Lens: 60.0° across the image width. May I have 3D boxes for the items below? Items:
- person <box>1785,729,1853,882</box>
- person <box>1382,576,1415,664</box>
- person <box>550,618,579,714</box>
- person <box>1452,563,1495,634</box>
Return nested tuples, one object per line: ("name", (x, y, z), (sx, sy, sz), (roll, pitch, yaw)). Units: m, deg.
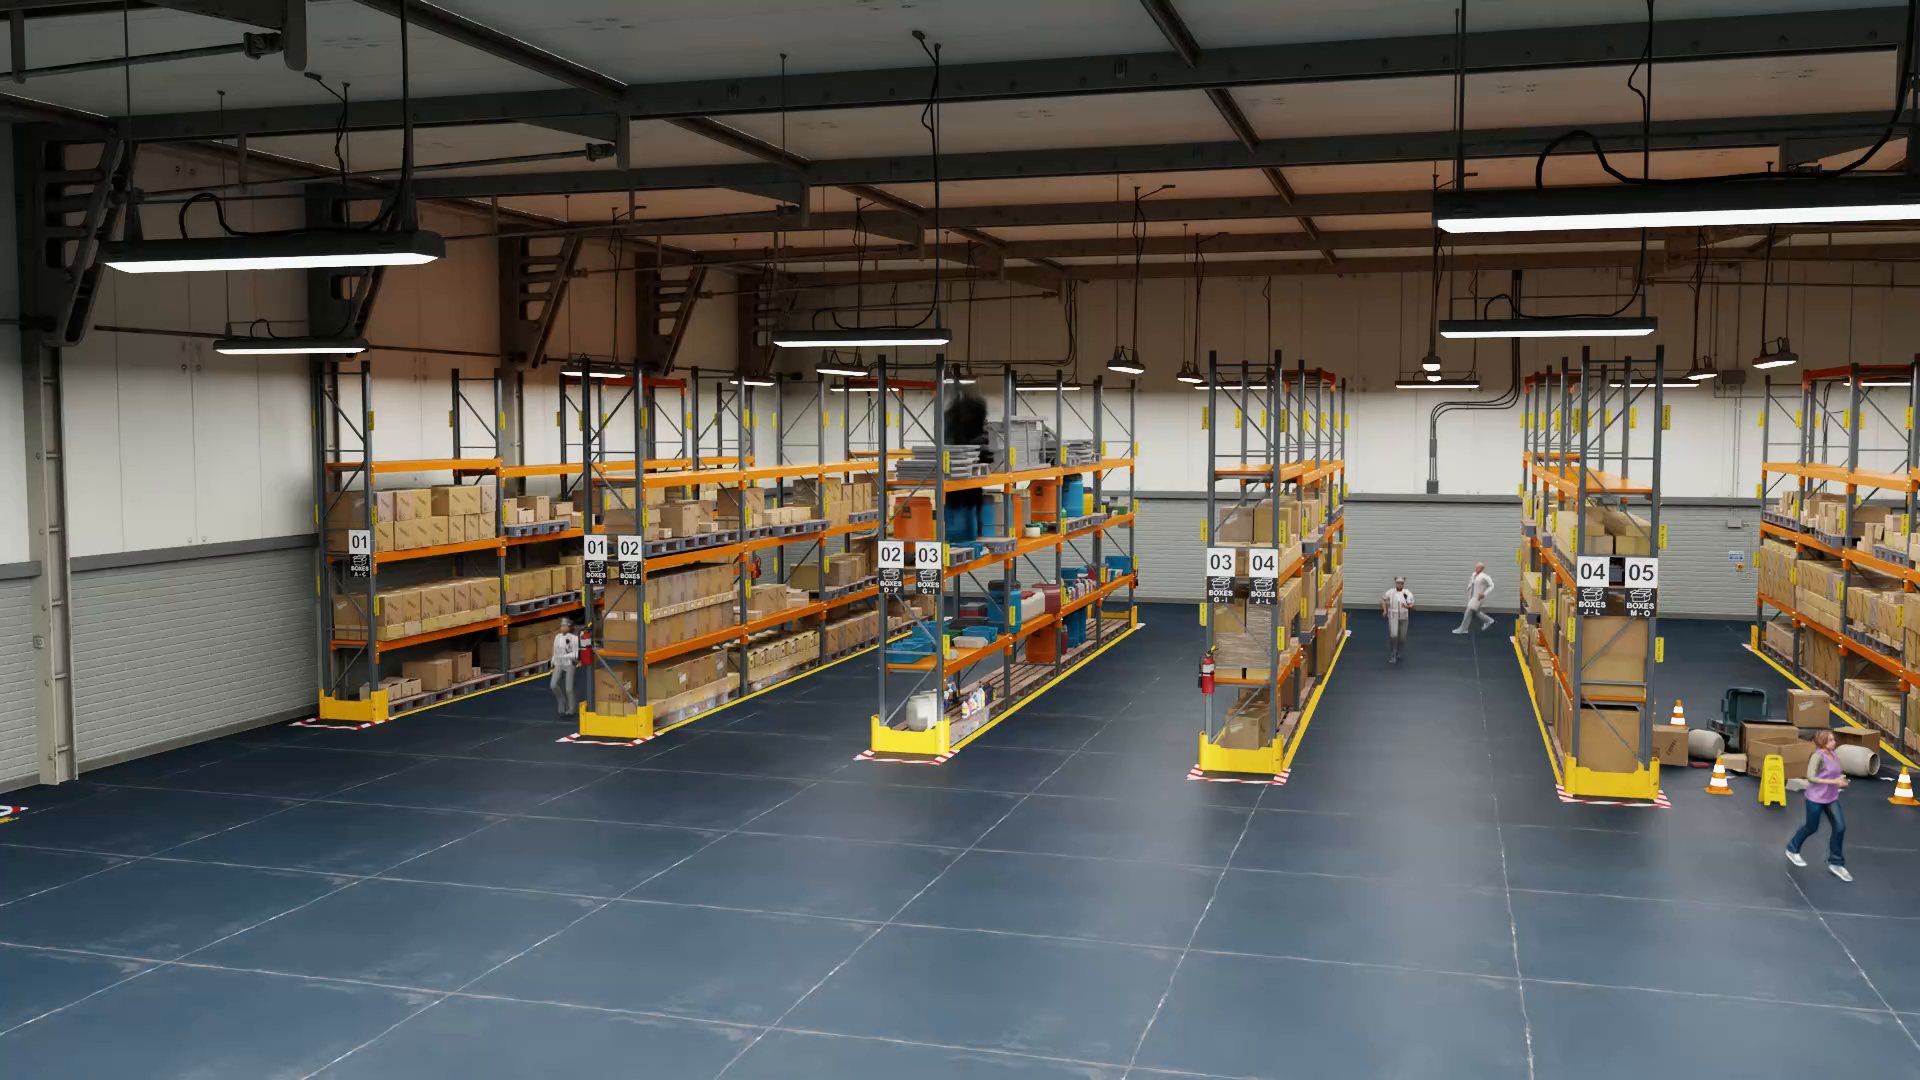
("person", (9.455, 2.885, 18.318), (0.528, 1.632, 0.751), (-2, 4, -24))
("person", (9.102, 1.662, 34.526), (0.631, 1.852, 0.775), (0, 4, 6))
("person", (-6.720, 2.143, 28.187), (0.593, 1.660, 0.624), (1, 4, 13))
("person", (12.150, 1.368, 38.900), (1.020, 1.700, 0.757), (-1, 4, -13))
